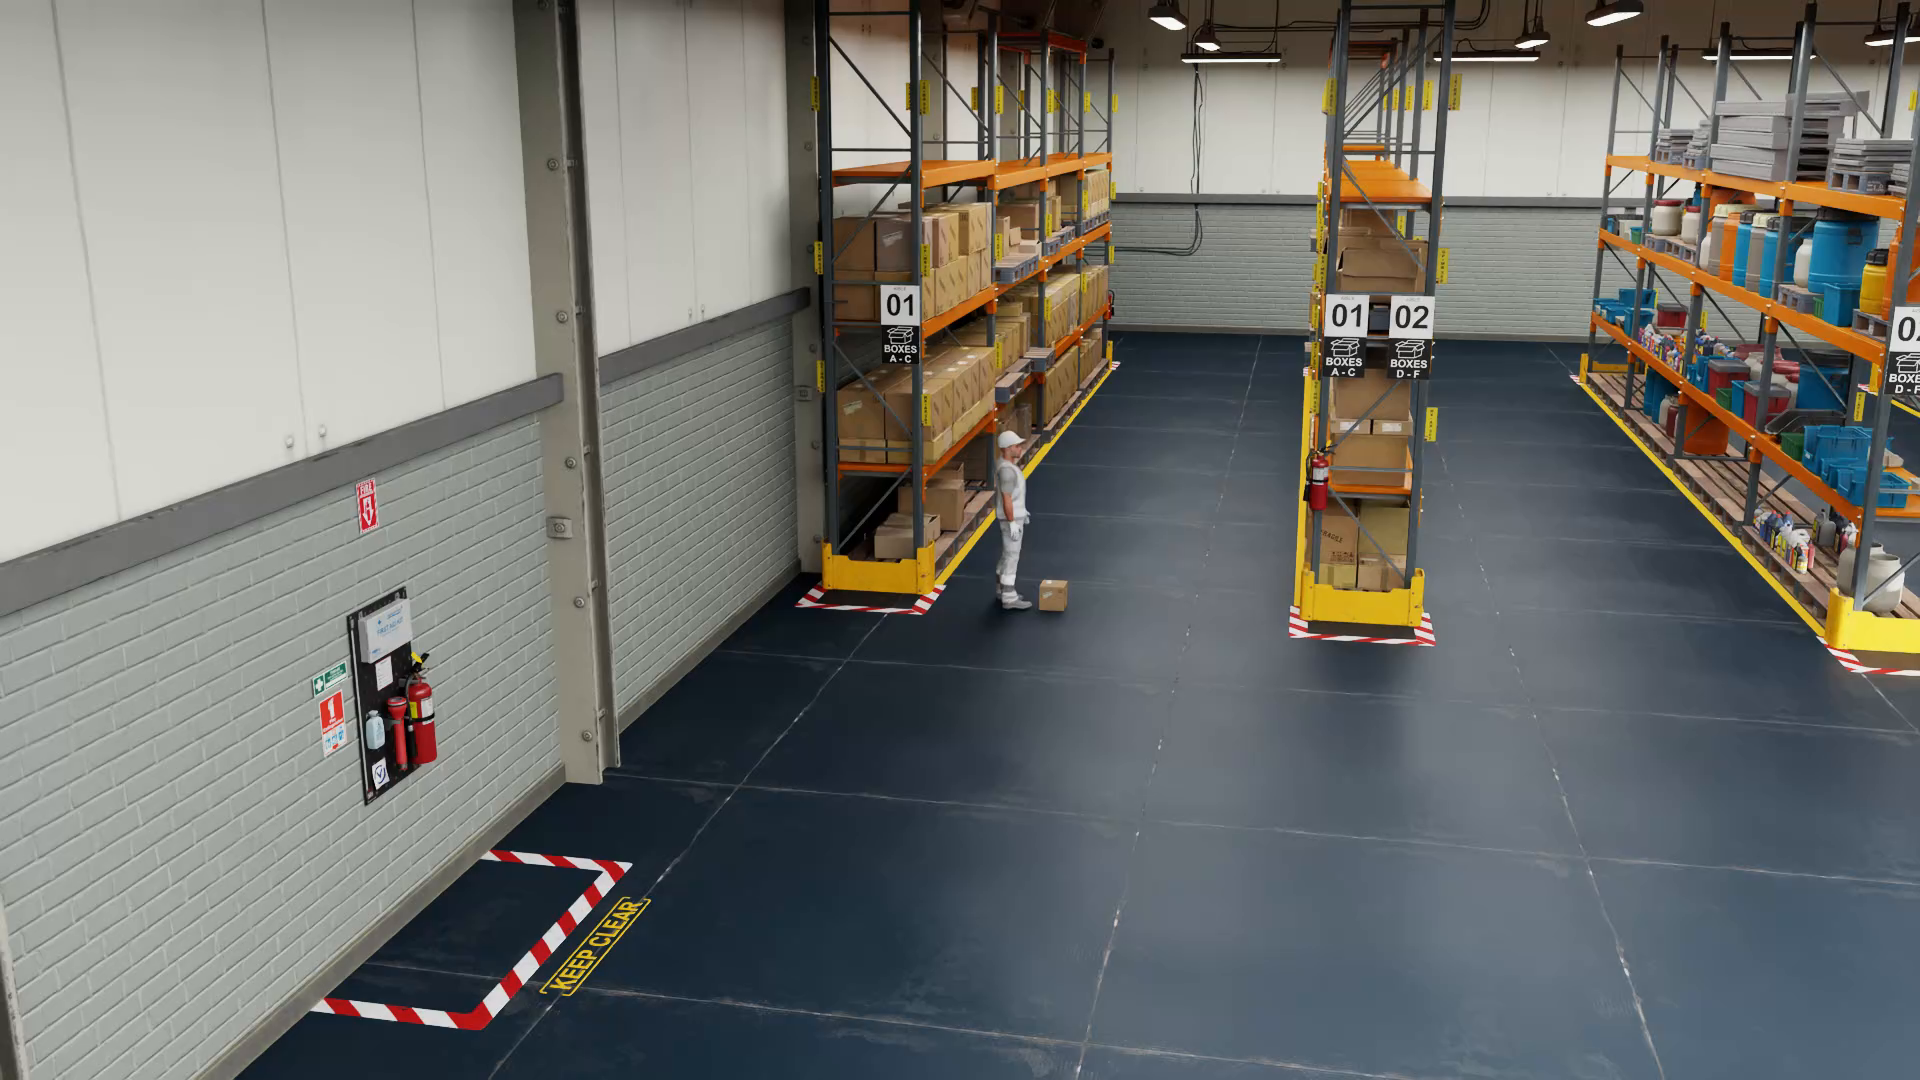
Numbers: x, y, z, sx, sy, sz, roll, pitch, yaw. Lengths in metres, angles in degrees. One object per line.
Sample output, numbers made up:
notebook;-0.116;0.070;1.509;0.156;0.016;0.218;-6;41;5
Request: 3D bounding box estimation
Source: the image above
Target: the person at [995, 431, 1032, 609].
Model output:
person;0.537;-0.203;16.718;0.381;1.816;0.566;0;15;0
